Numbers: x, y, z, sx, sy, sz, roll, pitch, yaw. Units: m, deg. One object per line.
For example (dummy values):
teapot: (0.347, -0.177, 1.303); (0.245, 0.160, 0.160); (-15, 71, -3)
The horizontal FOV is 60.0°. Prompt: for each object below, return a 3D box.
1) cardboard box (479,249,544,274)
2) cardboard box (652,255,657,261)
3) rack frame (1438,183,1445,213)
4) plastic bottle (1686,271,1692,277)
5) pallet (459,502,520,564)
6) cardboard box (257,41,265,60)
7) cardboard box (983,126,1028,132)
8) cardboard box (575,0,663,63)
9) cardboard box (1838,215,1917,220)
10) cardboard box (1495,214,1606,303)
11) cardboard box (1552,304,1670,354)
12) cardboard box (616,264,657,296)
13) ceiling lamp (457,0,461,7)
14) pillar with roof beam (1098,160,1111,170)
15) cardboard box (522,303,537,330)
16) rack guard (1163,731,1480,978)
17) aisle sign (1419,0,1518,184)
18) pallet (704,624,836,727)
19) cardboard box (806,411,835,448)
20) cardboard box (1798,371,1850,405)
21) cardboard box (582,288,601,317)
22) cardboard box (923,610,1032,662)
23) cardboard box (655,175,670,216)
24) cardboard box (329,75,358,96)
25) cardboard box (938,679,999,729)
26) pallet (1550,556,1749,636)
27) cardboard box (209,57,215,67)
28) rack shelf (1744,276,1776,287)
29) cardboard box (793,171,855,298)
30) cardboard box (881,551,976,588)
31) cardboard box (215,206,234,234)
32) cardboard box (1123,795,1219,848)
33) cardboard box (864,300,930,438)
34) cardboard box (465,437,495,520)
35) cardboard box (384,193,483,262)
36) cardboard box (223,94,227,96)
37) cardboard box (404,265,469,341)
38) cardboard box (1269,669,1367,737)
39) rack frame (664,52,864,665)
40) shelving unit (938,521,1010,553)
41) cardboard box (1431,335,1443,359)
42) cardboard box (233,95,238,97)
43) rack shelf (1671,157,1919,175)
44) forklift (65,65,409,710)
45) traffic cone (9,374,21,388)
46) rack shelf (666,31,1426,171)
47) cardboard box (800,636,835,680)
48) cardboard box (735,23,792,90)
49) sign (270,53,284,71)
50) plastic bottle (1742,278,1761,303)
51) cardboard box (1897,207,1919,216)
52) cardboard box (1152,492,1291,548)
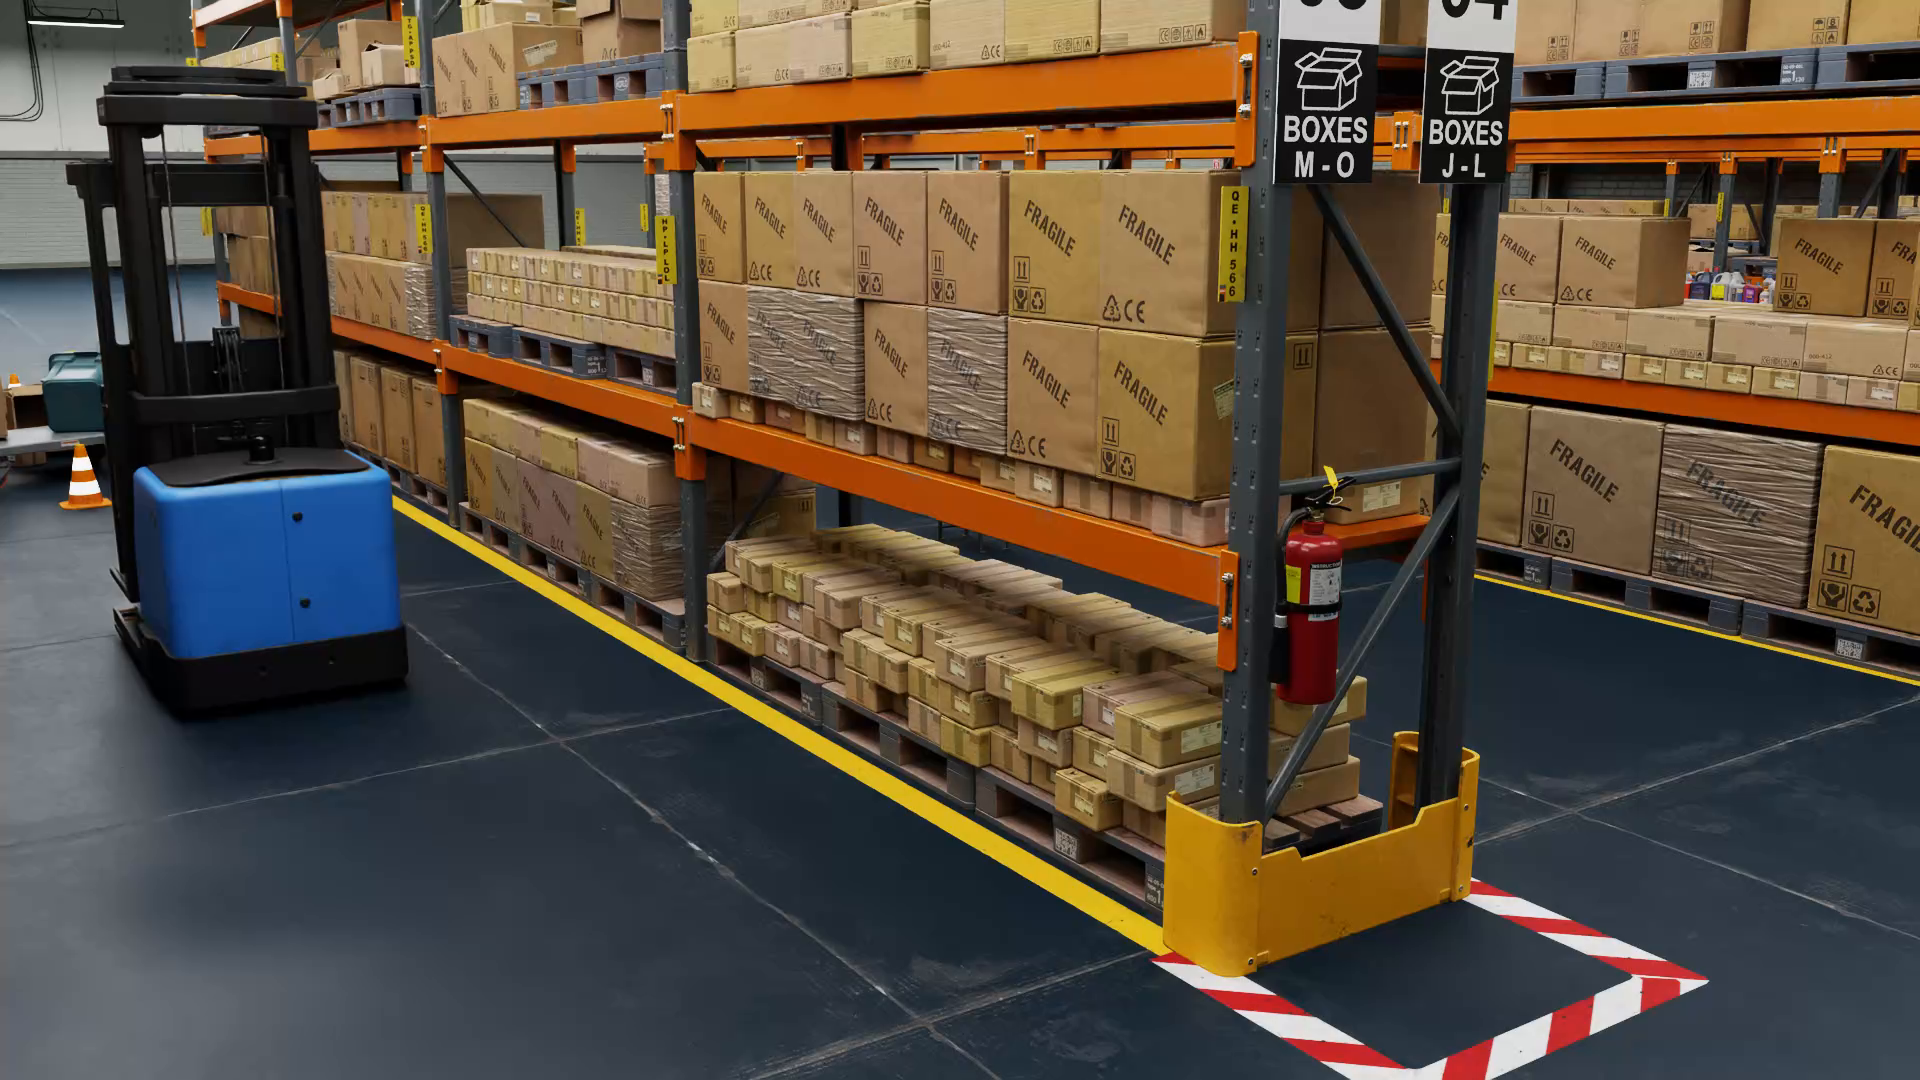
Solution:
cardboard box: (-2.930, -1.832, 10.931); (0.380, 0.149, 0.250); (-9, 15, -34)
cardboard box: (-1.665, -1.675, 10.214); (0.380, 0.149, 0.250); (-8, 14, -31)
rack frame: (5.132, -2.767, 16.994); (1.000, 3.000, 0.127); (-8, 15, -33)
plastic bottle: (6.726, -2.350, 15.388); (0.097, 0.271, 0.097); (0, 12, 0)
pallet: (-2.745, -0.110, 11.372); (1.003, 0.211, 1.213); (-8, 15, -33)
cardboard box: (-6.139, -4.426, 15.064); (0.380, 0.149, 0.250); (-8, 15, -33)
cardboard box: (0.541, -3.628, 14.263); (0.500, 0.250, 0.500); (-8, 15, -33)
cardboard box: (-1.707, -2.912, 9.409); (0.797, 0.503, 0.637); (-8, 15, -34)
cardboard box: (10.048, -3.323, 18.318); (0.700, 0.500, 0.500); (-5, 13, -22)
cardboard box: (3.544, -1.704, 10.032); (0.500, 0.500, 0.500); (-8, 15, -33)
cardboard box: (3.830, -1.246, 9.695); (0.500, 0.250, 0.500); (-8, 14, -31)
cardboard box: (-1.636, -1.416, 9.026); (0.380, 0.149, 0.250); (-9, 15, -35)
ceiling lamp: (-9.618, -12.695, 34.686); (2.000, 3.185, 0.800); (-8, 15, -33)
pillar with roof beam: (-0.177, -9.896, 35.549); (9.100, 9.000, 0.548); (-8, 15, -33)
cardboard box: (-2.498, -1.400, 10.348); (0.380, 0.149, 0.250); (-8, 14, -31)
rack guard: (1.214, 1.019, 5.533); (1.175, 0.500, 0.348); (-8, 15, -33)
aisle sign: (1.546, -1.481, 5.030); (0.394, 0.787, 0.004); (-8, 15, -33)
pallet: (-0.559, 0.577, 8.228); (1.003, 0.211, 1.213); (-8, 15, -33)
cardboard box: (-0.448, -0.509, 7.254); (0.380, 0.149, 0.250); (-8, 15, -32)
cardboard box: (4.548, -0.795, 8.565); (0.380, 0.149, 0.250); (-8, 15, -32)
cardboard box: (-1.925, -1.361, 9.474); (0.380, 0.149, 0.250); (-9, 15, -36)
cardboard box: (0.072, 0.407, 6.779); (0.380, 0.149, 0.250); (-9, 15, -35)
cardboard box: (-3.346, -4.156, 20.075); (0.500, 0.500, 0.500); (-8, 15, -33)
cardboard box: (-4.833, -3.640, 13.334); (0.380, 0.149, 0.250); (-8, 15, -33)
cardboard box: (0.139, 0.610, 6.543); (0.380, 0.149, 0.250); (-8, 15, -32)
pallet: (4.261, 0.254, 9.704); (1.003, 0.211, 1.213); (-8, 15, -33)
cardboard box: (-7.409, -4.834, 16.927); (0.380, 0.149, 0.250); (-8, 15, -34)
rack shelf: (10.366, -2.646, 18.122); (1.077, 0.370, 4.000); (-8, 15, -33)
cardboard box: (-0.360, -1.290, 6.970); (0.500, 0.500, 0.500); (-8, 15, -32)
cardboard box: (-0.149, 0.169, 7.867); (0.380, 0.149, 0.250); (-8, 14, -31)
cardboard box: (-7.435, -3.565, 17.763); (0.875, 0.550, 0.550); (-8, 15, -33)
cardboard box: (0.791, 0.930, 5.779); (0.380, 0.149, 0.250); (-8, 15, -32)
cardboard box: (-0.045, -0.704, 6.628); (0.500, 0.500, 0.500); (-7, 14, -30)
cardboard box: (-2.997, -0.440, 11.220); (0.500, 0.500, 0.500); (-9, 15, -35)
cardboard box: (-3.984, -2.411, 12.790); (0.700, 0.500, 0.500); (-8, 15, -34)
cardboard box: (-6.993, -4.530, 16.471); (0.500, 0.250, 0.500); (-8, 15, -33)
cardboard box: (-3.649, -1.709, 11.921); (0.500, 0.500, 0.500); (-8, 15, -33)
cardboard box: (1.249, 0.575, 6.011); (0.380, 0.149, 0.250); (-9, 15, -35)
rack frame: (-0.960, -0.900, 8.458); (1.000, 3.000, 0.127); (-8, 15, -33)
shelving unit: (0.092, -0.557, 11.099); (0.258, 1.200, 0.503); (-8, 15, -33)
cardboard box: (3.112, -1.255, 10.666); (0.380, 0.149, 0.250); (-8, 15, -33)
cardboard box: (-6.845, -4.263, 16.182); (0.380, 0.149, 0.250); (-8, 15, -32)
rack shelf: (12.271, -5.409, 23.739); (1.077, 0.370, 4.000); (-8, 15, -33)
forklift: (-3.904, -0.917, 8.693); (1.130, 2.935, 3.031); (-8, 15, -32)
traffic cone: (-9.626, -1.459, 16.952); (0.336, 0.463, 0.334); (-8, 15, -33)
rack shelf: (0.148, -1.659, 6.587); (1.077, 0.370, 4.000); (-8, 15, -33)
cardboard box: (-0.515, 0.515, 7.677); (0.380, 0.149, 0.250); (-8, 15, -34)
cardboard box: (-0.638, -2.091, 7.231); (0.500, 0.250, 0.500); (-8, 15, -34)
sign: (-5.854, -4.014, 14.278); (0.100, 0.325, 0.005); (-8, 15, -33)
plastic bottle: (6.695, -2.066, 14.062); (0.061, 0.283, 0.133); (-8, 15, -33)
cardboard box: (13.111, -4.286, 22.675); (0.700, 0.500, 0.500); (-10, 16, -39)
cardboard box: (0.840, -0.091, 5.344); (0.380, 0.149, 0.250); (-8, 15, -33)
